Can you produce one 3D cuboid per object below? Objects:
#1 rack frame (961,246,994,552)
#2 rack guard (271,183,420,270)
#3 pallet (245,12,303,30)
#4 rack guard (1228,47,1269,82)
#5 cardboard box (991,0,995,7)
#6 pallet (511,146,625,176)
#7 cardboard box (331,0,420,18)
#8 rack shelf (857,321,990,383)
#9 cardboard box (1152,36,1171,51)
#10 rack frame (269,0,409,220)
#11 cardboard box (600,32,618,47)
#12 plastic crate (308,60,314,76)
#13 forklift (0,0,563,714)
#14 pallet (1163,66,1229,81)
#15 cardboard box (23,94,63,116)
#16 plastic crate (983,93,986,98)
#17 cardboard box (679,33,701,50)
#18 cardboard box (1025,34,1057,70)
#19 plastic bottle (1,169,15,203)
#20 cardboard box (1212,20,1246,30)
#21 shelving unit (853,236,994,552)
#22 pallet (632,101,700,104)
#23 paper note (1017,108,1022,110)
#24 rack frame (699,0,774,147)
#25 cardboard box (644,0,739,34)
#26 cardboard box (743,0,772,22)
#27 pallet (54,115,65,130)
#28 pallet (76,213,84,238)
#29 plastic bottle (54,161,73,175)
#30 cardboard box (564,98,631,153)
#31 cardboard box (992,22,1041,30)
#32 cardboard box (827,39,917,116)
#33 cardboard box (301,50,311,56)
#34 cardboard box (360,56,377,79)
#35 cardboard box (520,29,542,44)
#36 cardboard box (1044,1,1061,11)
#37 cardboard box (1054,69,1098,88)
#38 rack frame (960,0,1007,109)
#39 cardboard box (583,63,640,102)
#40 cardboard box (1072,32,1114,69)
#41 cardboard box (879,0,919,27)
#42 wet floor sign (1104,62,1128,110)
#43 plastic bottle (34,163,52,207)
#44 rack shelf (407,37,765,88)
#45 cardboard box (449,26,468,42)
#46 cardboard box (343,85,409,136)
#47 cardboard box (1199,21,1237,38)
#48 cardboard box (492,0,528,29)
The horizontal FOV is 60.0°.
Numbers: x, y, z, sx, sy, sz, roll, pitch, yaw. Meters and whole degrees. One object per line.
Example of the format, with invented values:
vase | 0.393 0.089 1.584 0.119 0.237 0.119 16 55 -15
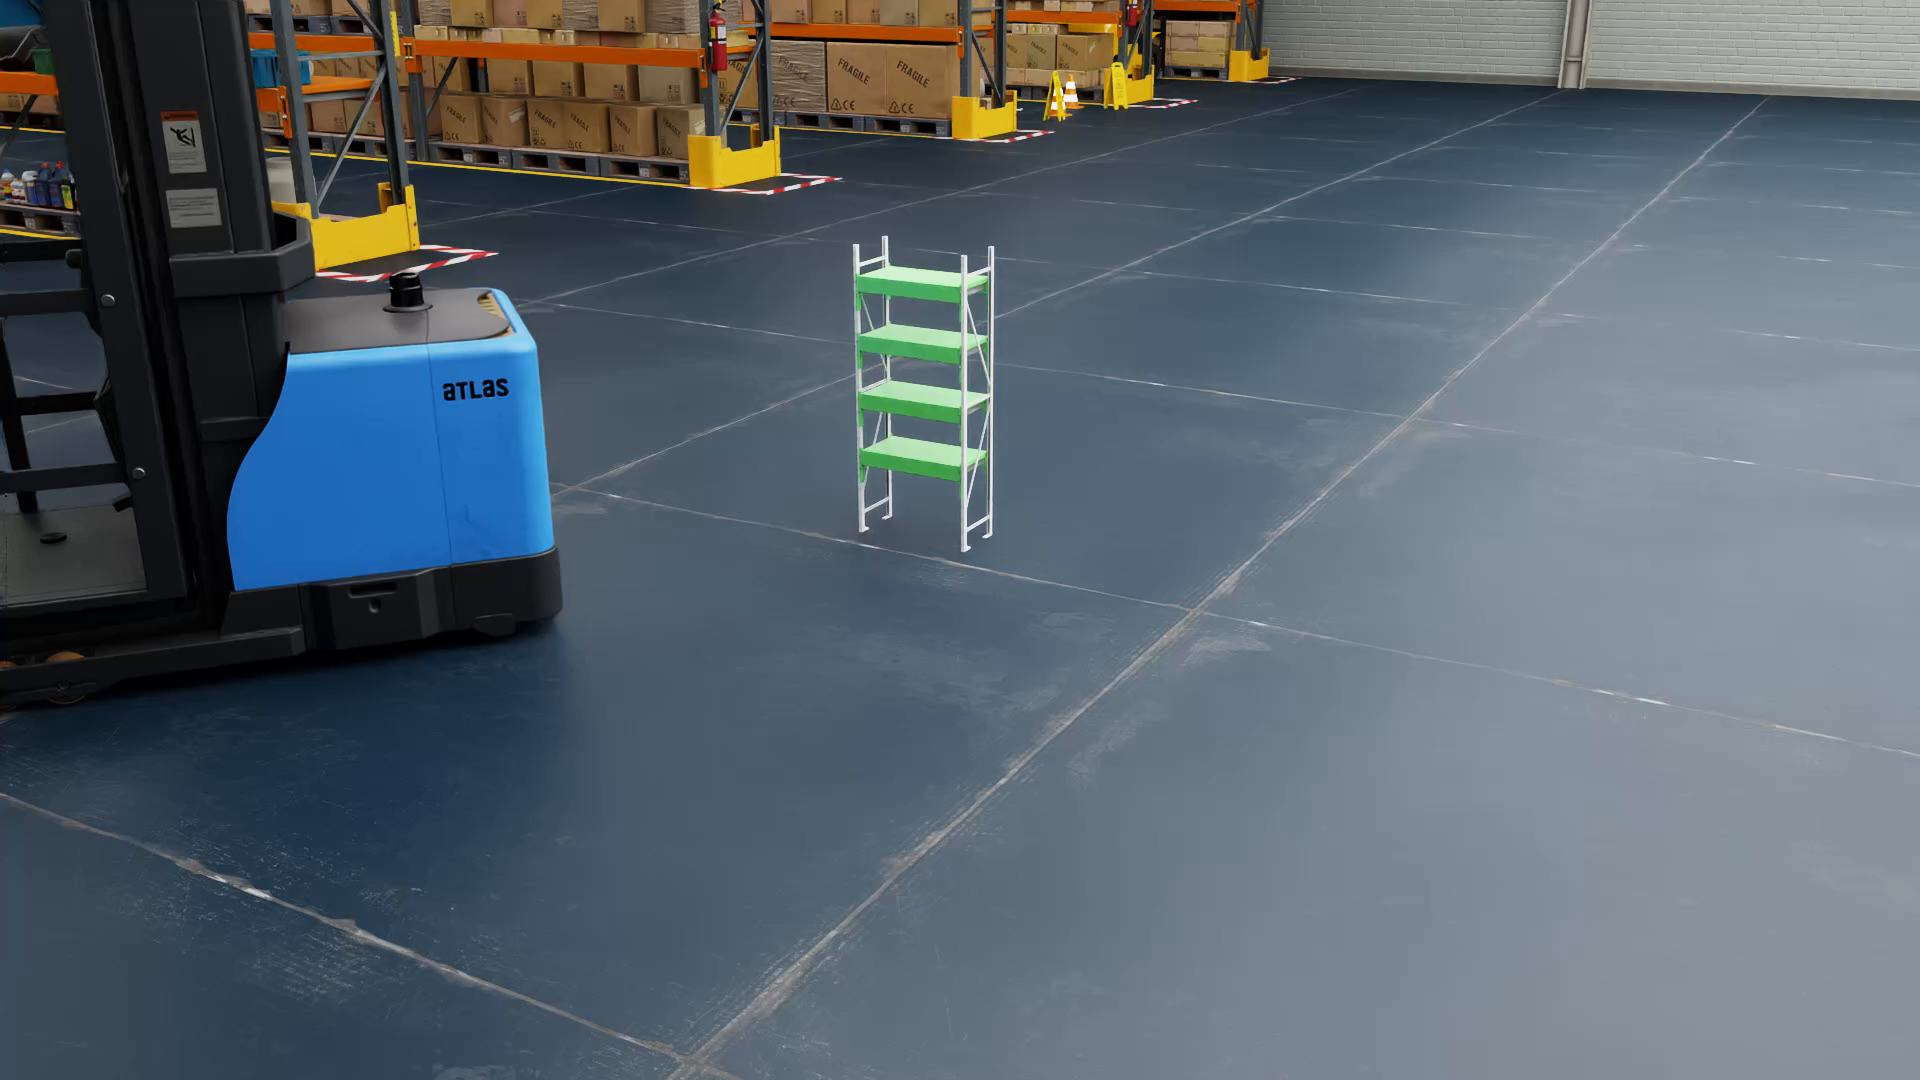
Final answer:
rack frame | 0.069 -0.551 6.625 0.015 1.200 0.240 11 23 27
rack guard | -4.722 -2.420 12.804 0.348 0.500 1.175 11 23 27
pallet | -8.528 -6.225 19.908 1.003 0.211 1.213 11 23 27
rack guard | 5.054 -8.321 29.070 0.348 0.500 1.175 11 23 27
cardboard box | 0.588 -8.172 25.362 0.250 0.149 0.380 11 23 27
pallet | -4.037 -4.122 17.919 1.213 0.211 1.003 11 23 27
cardboard box | -6.335 -6.390 18.586 1.000 1.000 1.000 11 23 28
rack shelf | -0.145 -0.757 6.676 0.480 0.148 0.258 11 23 27
cardboard box | 3.562 -8.794 29.392 0.500 0.250 0.500 10 22 26
rack frame | -4.633 -3.597 12.382 0.127 3.000 1.000 11 23 27
cardboard box | -3.437 -5.107 16.914 0.250 0.149 0.380 11 23 27
plastic crate | -5.257 -3.717 13.101 0.250 0.136 0.298 11 23 27
forklift | -2.998 -1.025 5.391 3.031 2.935 1.130 -7 21 -19
pallet | 4.345 -8.304 29.447 1.213 0.211 1.003 11 23 27
cardboard box | -11.345 -6.017 21.553 0.875 0.875 1.225 10 22 25
plastic crate | 0.094 -6.809 25.519 0.583 0.080 0.402 3 20 9
cardboard box | -2.567 -4.939 16.451 0.250 0.149 0.380 11 23 27
cardboard box | 1.332 -7.420 25.239 0.500 0.500 0.500 12 23 29
plastic bottle | -8.061 -3.003 14.100 0.097 0.271 0.097 0 20 0
cardboard box | 4.706 -9.011 29.258 0.500 0.250 0.500 10 22 26
shelving unit | -0.145 -0.592 6.736 0.503 1.200 0.258 11 23 27
pallet | -3.913 -5.991 23.072 1.213 0.211 1.003 11 23 27
paper note | 0.819 -6.190 23.886 0.142 0.019 0.148 3 20 9
rack frame | -2.218 -5.071 16.447 0.127 3.000 1.000 11 23 27
cardboard box | -2.684 -5.358 16.654 0.500 0.500 0.875 11 23 27
cardboard box | -2.383 -7.124 21.886 0.550 0.550 0.875 11 23 27
pallet | -10.914 -5.448 21.573 1.213 0.211 1.003 11 23 27
pallet | -6.490 -2.624 13.791 1.213 0.211 1.003 11 23 27
plastic bottle | -7.553 -3.009 14.000 0.185 0.351 0.144 11 23 27
cardboard box | -3.830 -4.401 17.650 0.500 0.500 0.500 13 24 32
cardboard box | 1.080 -9.330 31.052 0.625 0.625 0.875 12 23 30
cardboard box | -1.104 -5.968 21.420 0.875 0.875 0.875 10 22 26
cardboard box | -10.386 -7.783 26.613 0.250 0.149 0.380 12 23 29
cardboard box | -8.744 -7.177 25.300 0.500 0.500 0.500 11 23 28
cardboard box | -4.353 -5.248 17.301 0.250 0.149 0.380 11 23 27
cardboard box | 1.456 -7.994 24.872 0.250 0.149 0.380 11 23 28
cardboard box | 1.758 -6.985 25.138 0.500 0.250 0.500 11 23 27
rack frame | 0.290 -6.531 20.471 0.127 3.000 1.000 11 23 27
cardboard box | -4.629 -6.574 23.273 0.750 0.750 1.050 11 23 27
cardboard box | 2.025 -7.499 25.456 0.500 0.500 0.500 10 22 26
cardboard box | -0.547 -6.735 20.813 0.550 0.550 0.875 11 23 27
wet floor sign | 2.259 -6.565 24.016 0.267 0.644 0.232 -16 26 -38
plastic bottle | -7.623 -2.966 13.882 0.185 0.351 0.144 11 23 29
rack shelf | -3.964 -5.066 17.486 4.000 0.370 1.077 11 23 27
cardboard box | -5.225 -5.414 17.761 0.250 0.149 0.380 11 23 27
cardboard box | -6.642 -4.962 19.165 0.500 0.500 0.700 11 22 27
cardboard box | 4.479 -8.858 28.837 0.500 0.250 0.500 12 23 29
cardboard box | -4.442 -5.683 17.551 0.500 0.500 0.875 11 23 27
